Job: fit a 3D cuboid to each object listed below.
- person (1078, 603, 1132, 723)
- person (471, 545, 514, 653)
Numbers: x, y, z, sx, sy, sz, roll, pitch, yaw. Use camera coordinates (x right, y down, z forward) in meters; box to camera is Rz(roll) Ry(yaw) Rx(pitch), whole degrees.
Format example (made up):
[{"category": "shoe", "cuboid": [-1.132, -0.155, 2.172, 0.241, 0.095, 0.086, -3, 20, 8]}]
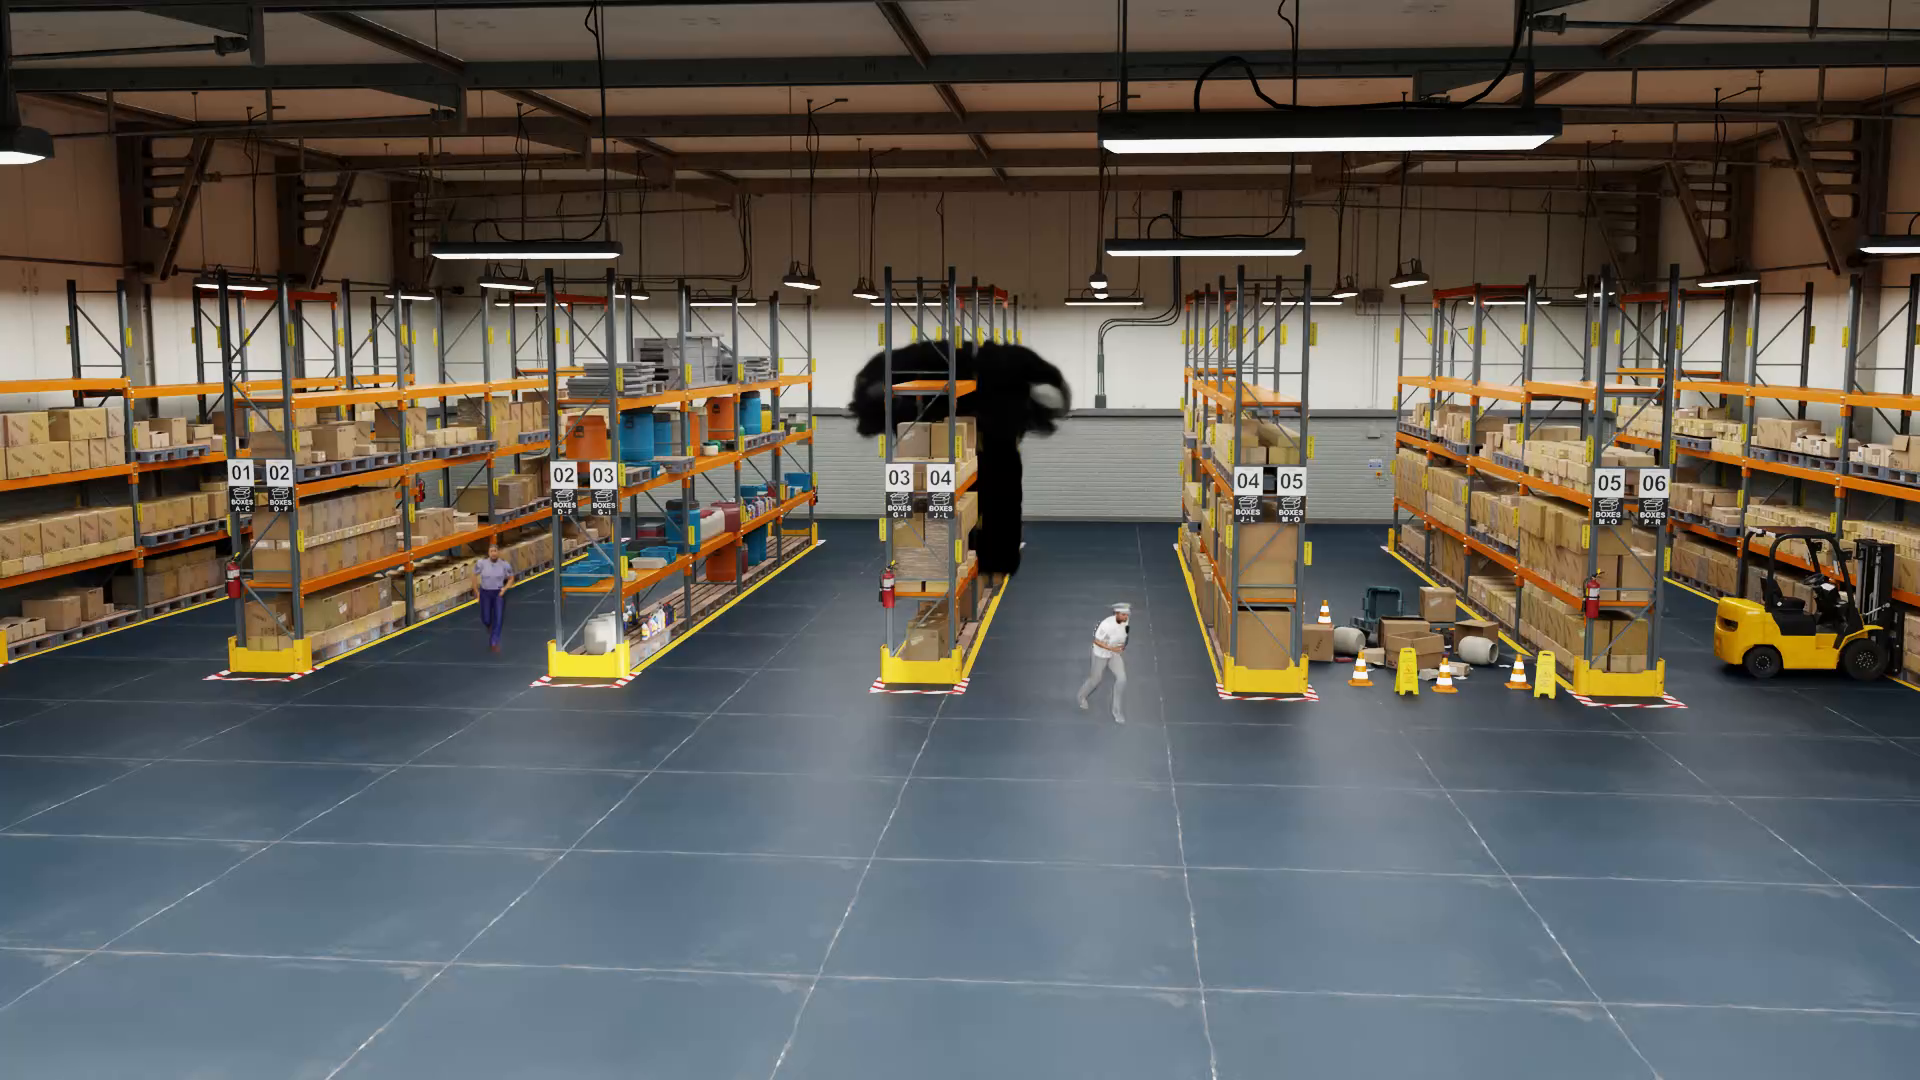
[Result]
[{"category": "person", "cuboid": [1.914, 1.582, 22.006, 0.618, 1.626, 0.978, -5, 9, -35]}, {"category": "person", "cuboid": [-7.071, 0.882, 25.205, 0.630, 1.631, 0.584, -2, 7, -14]}]
